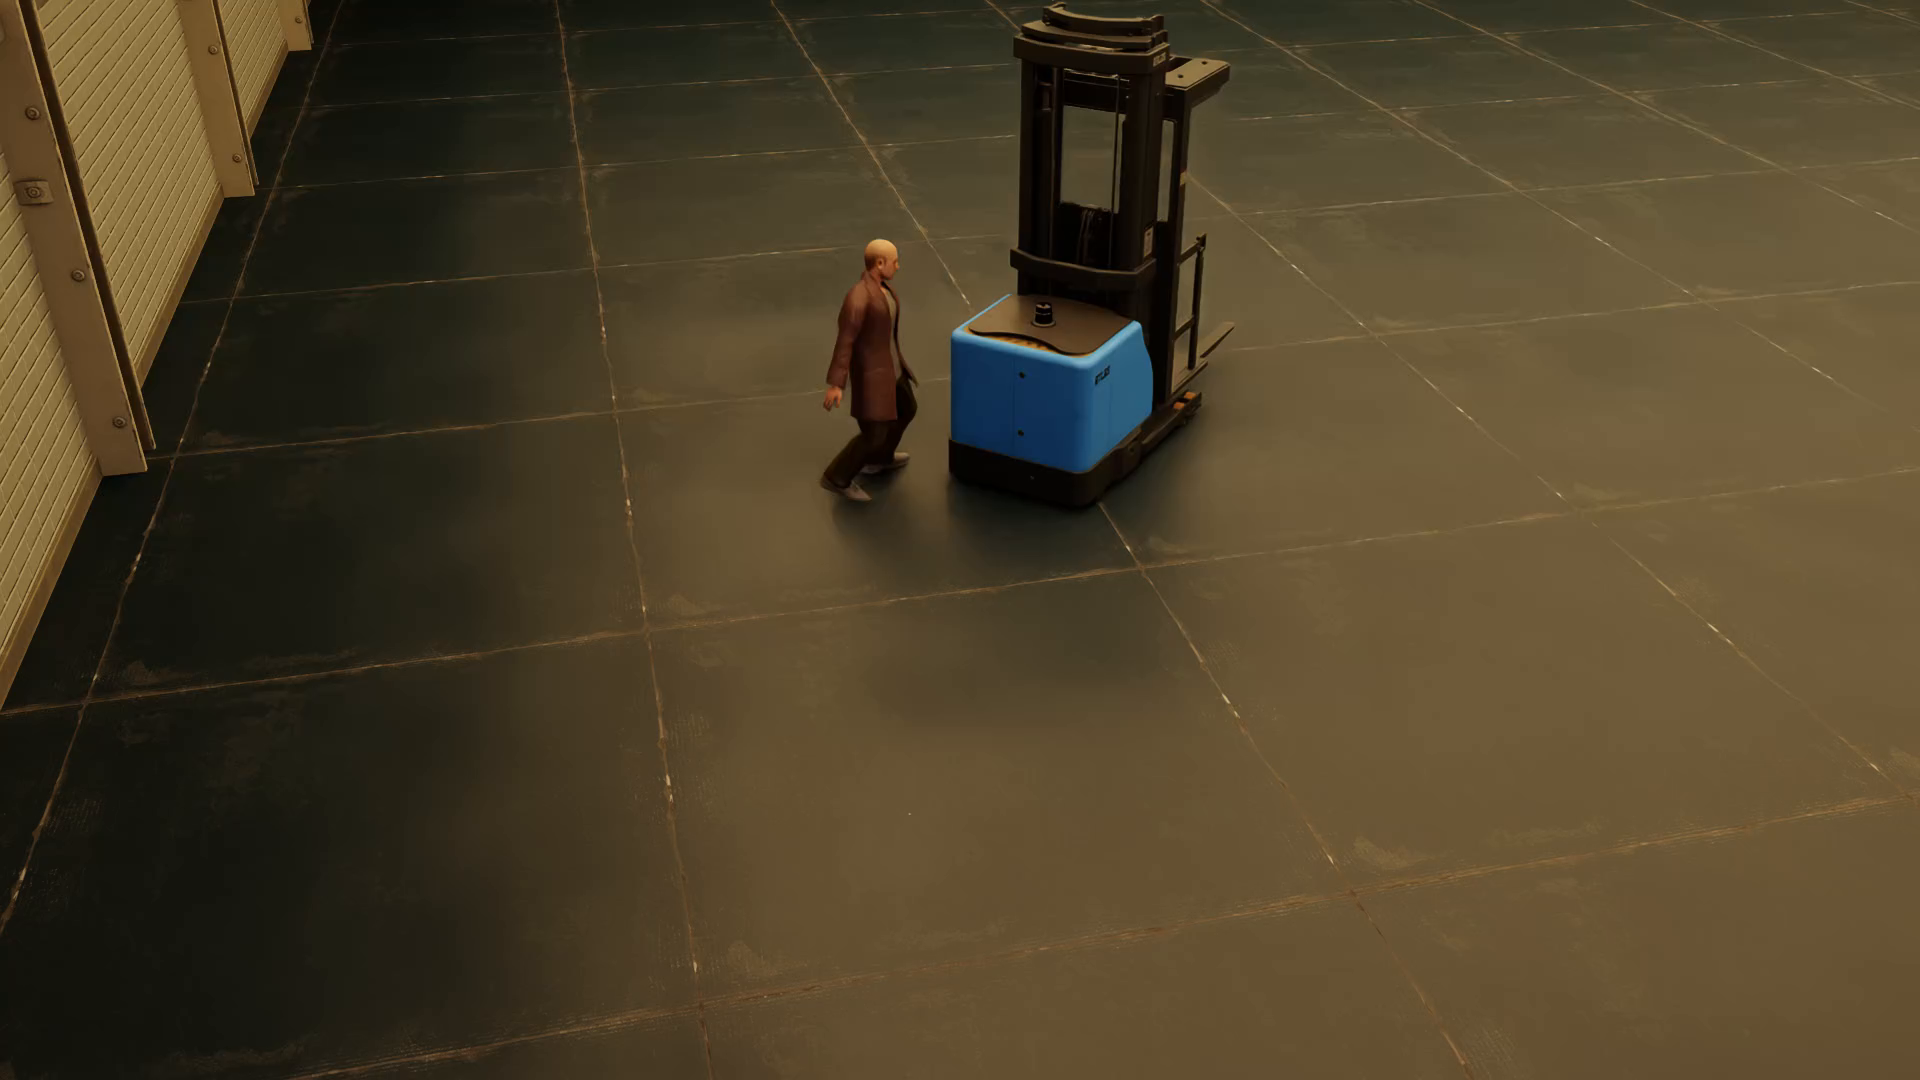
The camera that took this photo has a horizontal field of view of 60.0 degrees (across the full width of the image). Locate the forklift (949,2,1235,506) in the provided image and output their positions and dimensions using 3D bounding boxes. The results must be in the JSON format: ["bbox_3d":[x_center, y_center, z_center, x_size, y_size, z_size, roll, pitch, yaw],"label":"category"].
[{"bbox_3d":[1.097,-2.194,11.364,1.130,2.935,3.031,16,34,26],"label":"forklift"}]

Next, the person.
[{"bbox_3d":[-0.613,-1.069,10.696,0.584,1.739,0.935,11,32,18],"label":"person"}]
